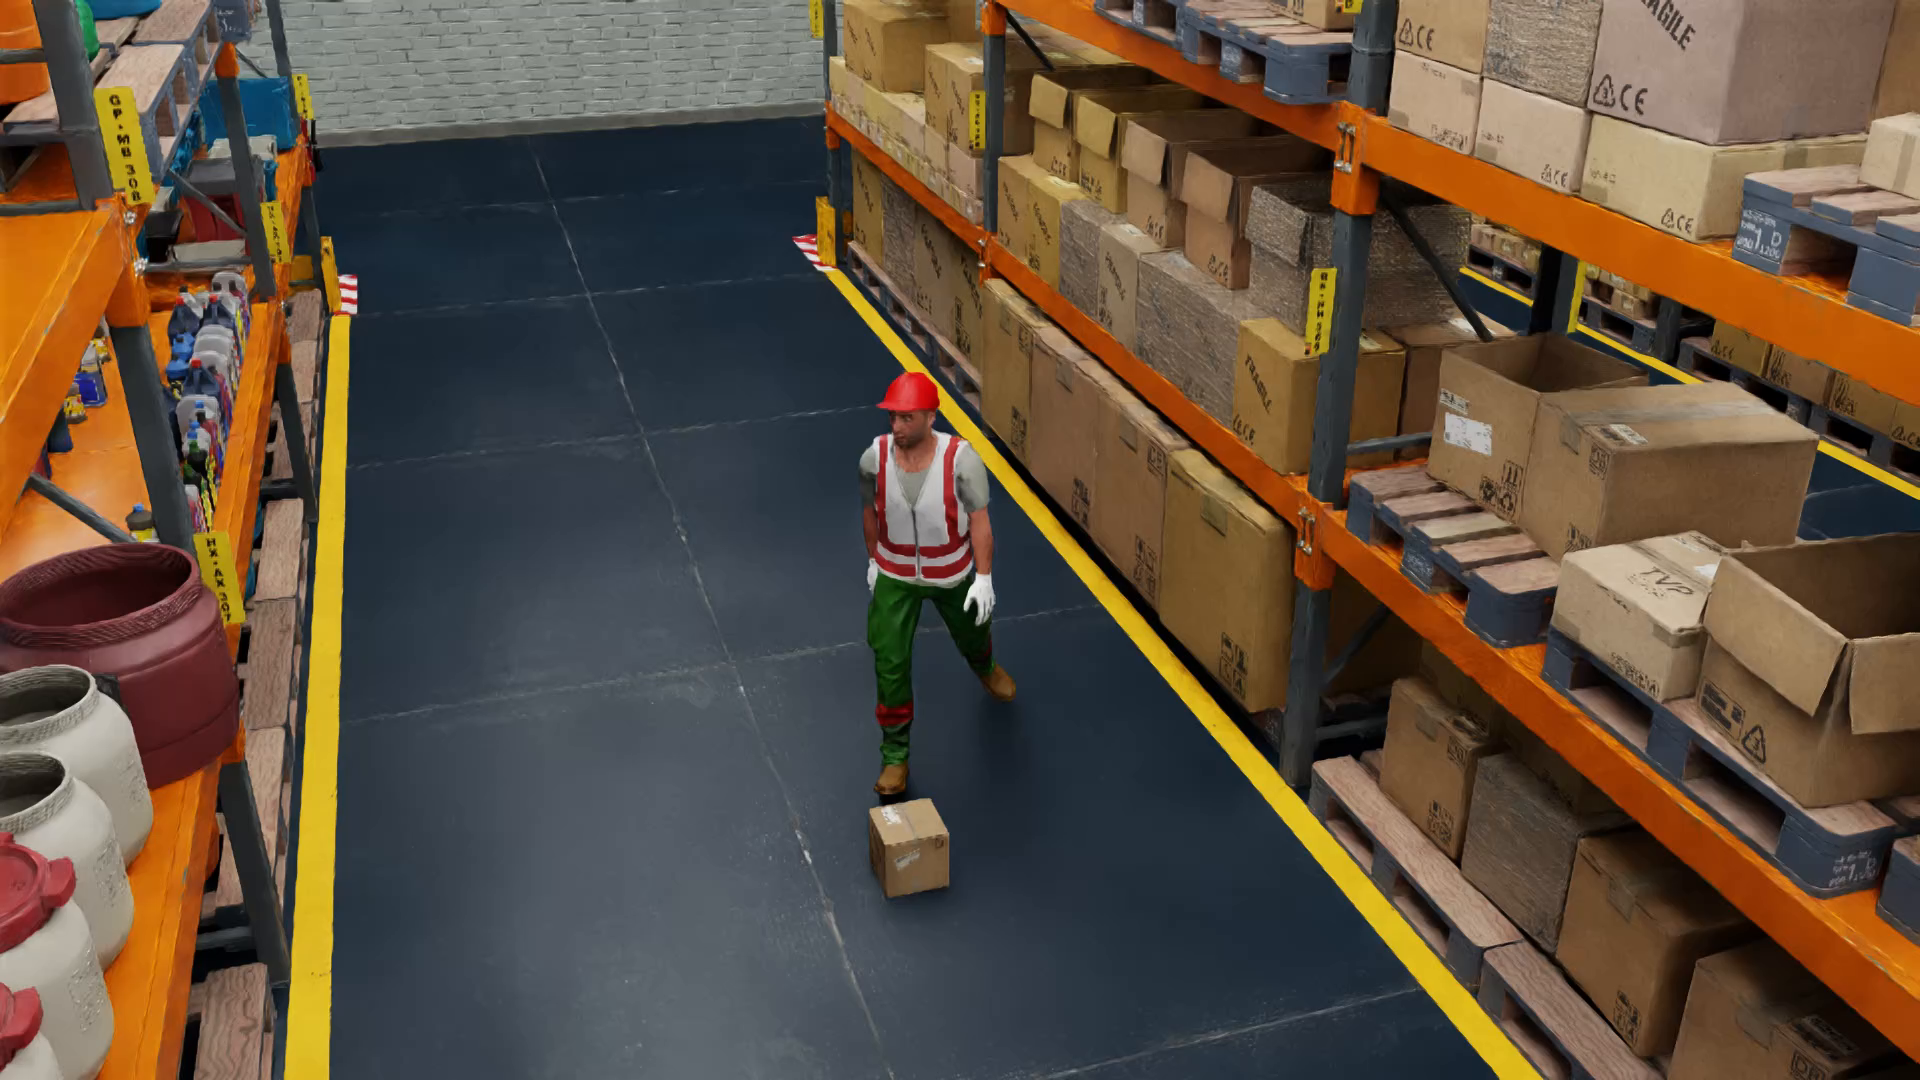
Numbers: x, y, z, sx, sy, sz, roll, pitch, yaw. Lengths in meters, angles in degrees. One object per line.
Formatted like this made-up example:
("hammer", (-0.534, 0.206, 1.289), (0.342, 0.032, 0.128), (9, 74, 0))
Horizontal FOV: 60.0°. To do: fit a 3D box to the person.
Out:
("person", (-0.089, 0.106, 6.892), (0.643, 1.767, 0.974), (1, 26, 3))
